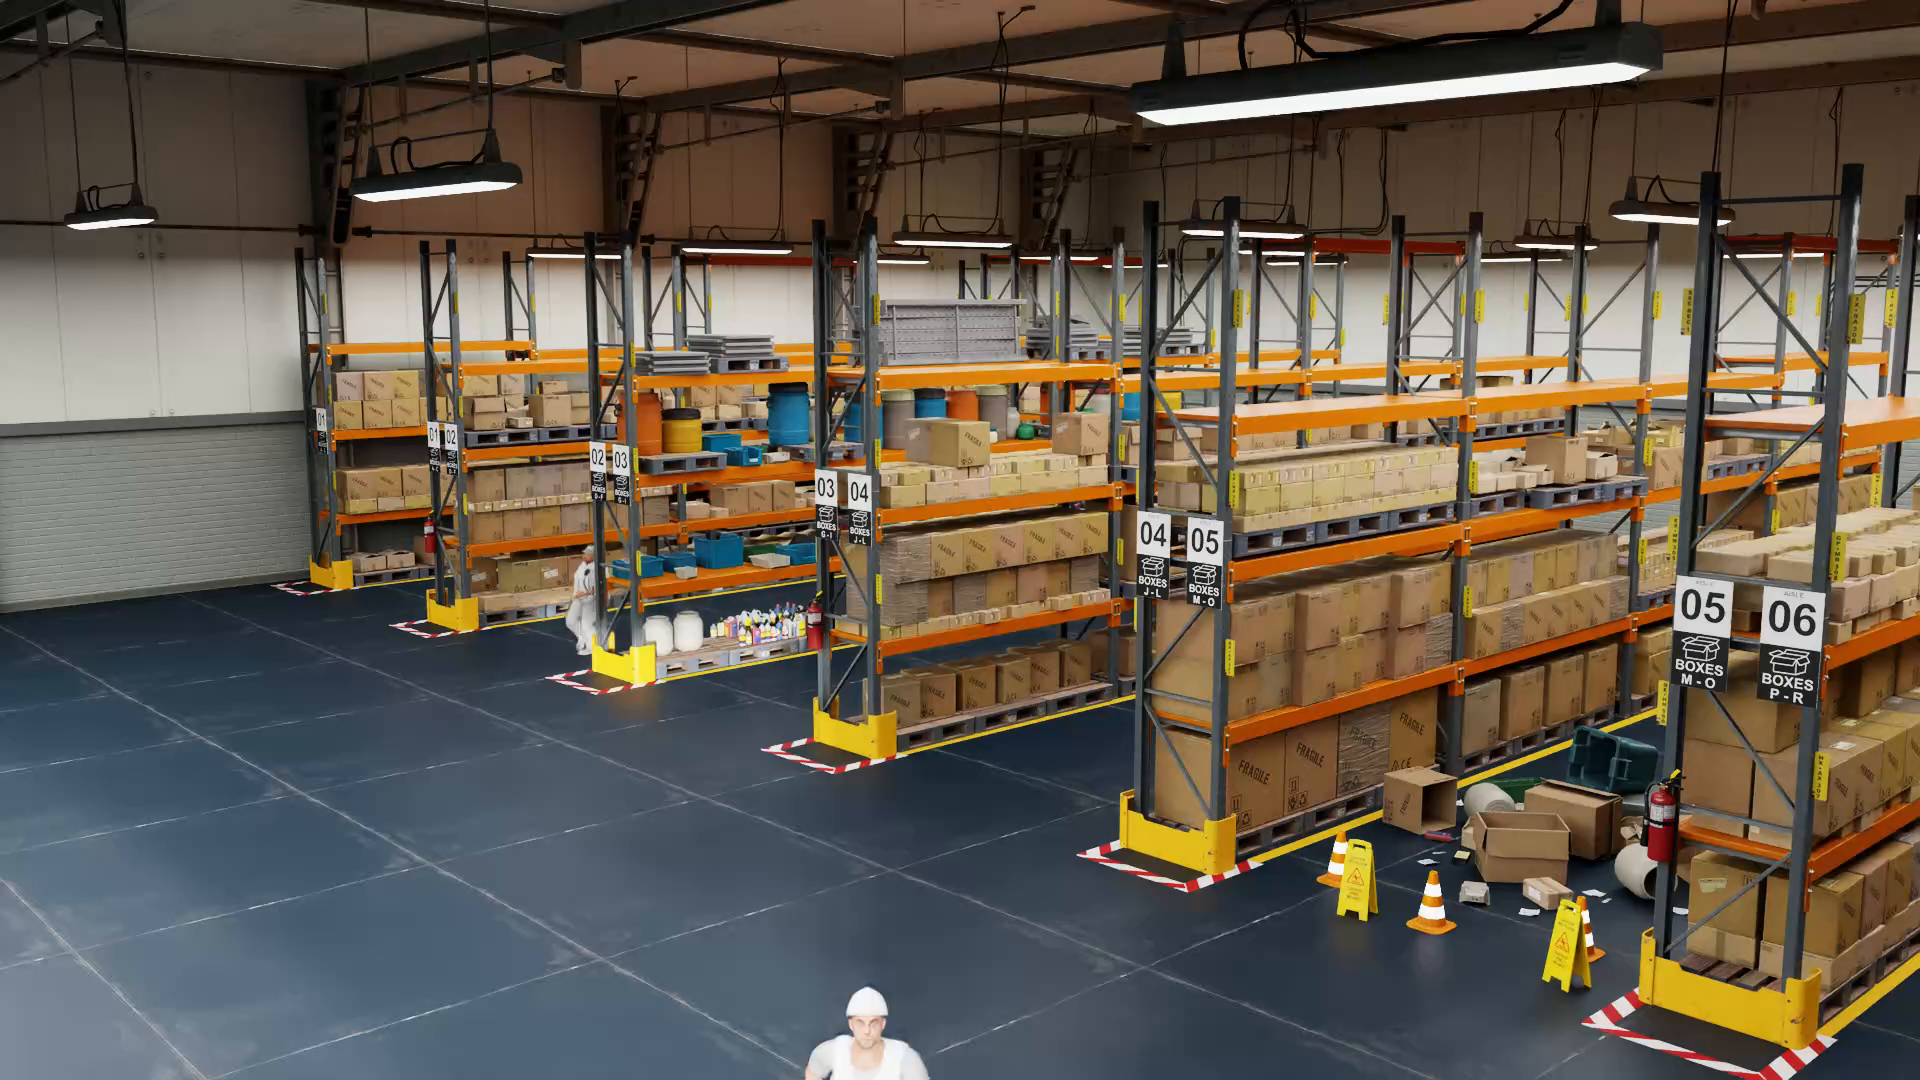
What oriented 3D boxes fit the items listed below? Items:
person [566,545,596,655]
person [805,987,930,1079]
[{"bbox_3d":[-5.380,0.872,23.953,0.643,1.619,0.529,6,10,35],"label":"person"},{"bbox_3d":[-0.453,3.085,8.225,0.640,1.824,0.814,0,8,-2],"label":"person"}]
